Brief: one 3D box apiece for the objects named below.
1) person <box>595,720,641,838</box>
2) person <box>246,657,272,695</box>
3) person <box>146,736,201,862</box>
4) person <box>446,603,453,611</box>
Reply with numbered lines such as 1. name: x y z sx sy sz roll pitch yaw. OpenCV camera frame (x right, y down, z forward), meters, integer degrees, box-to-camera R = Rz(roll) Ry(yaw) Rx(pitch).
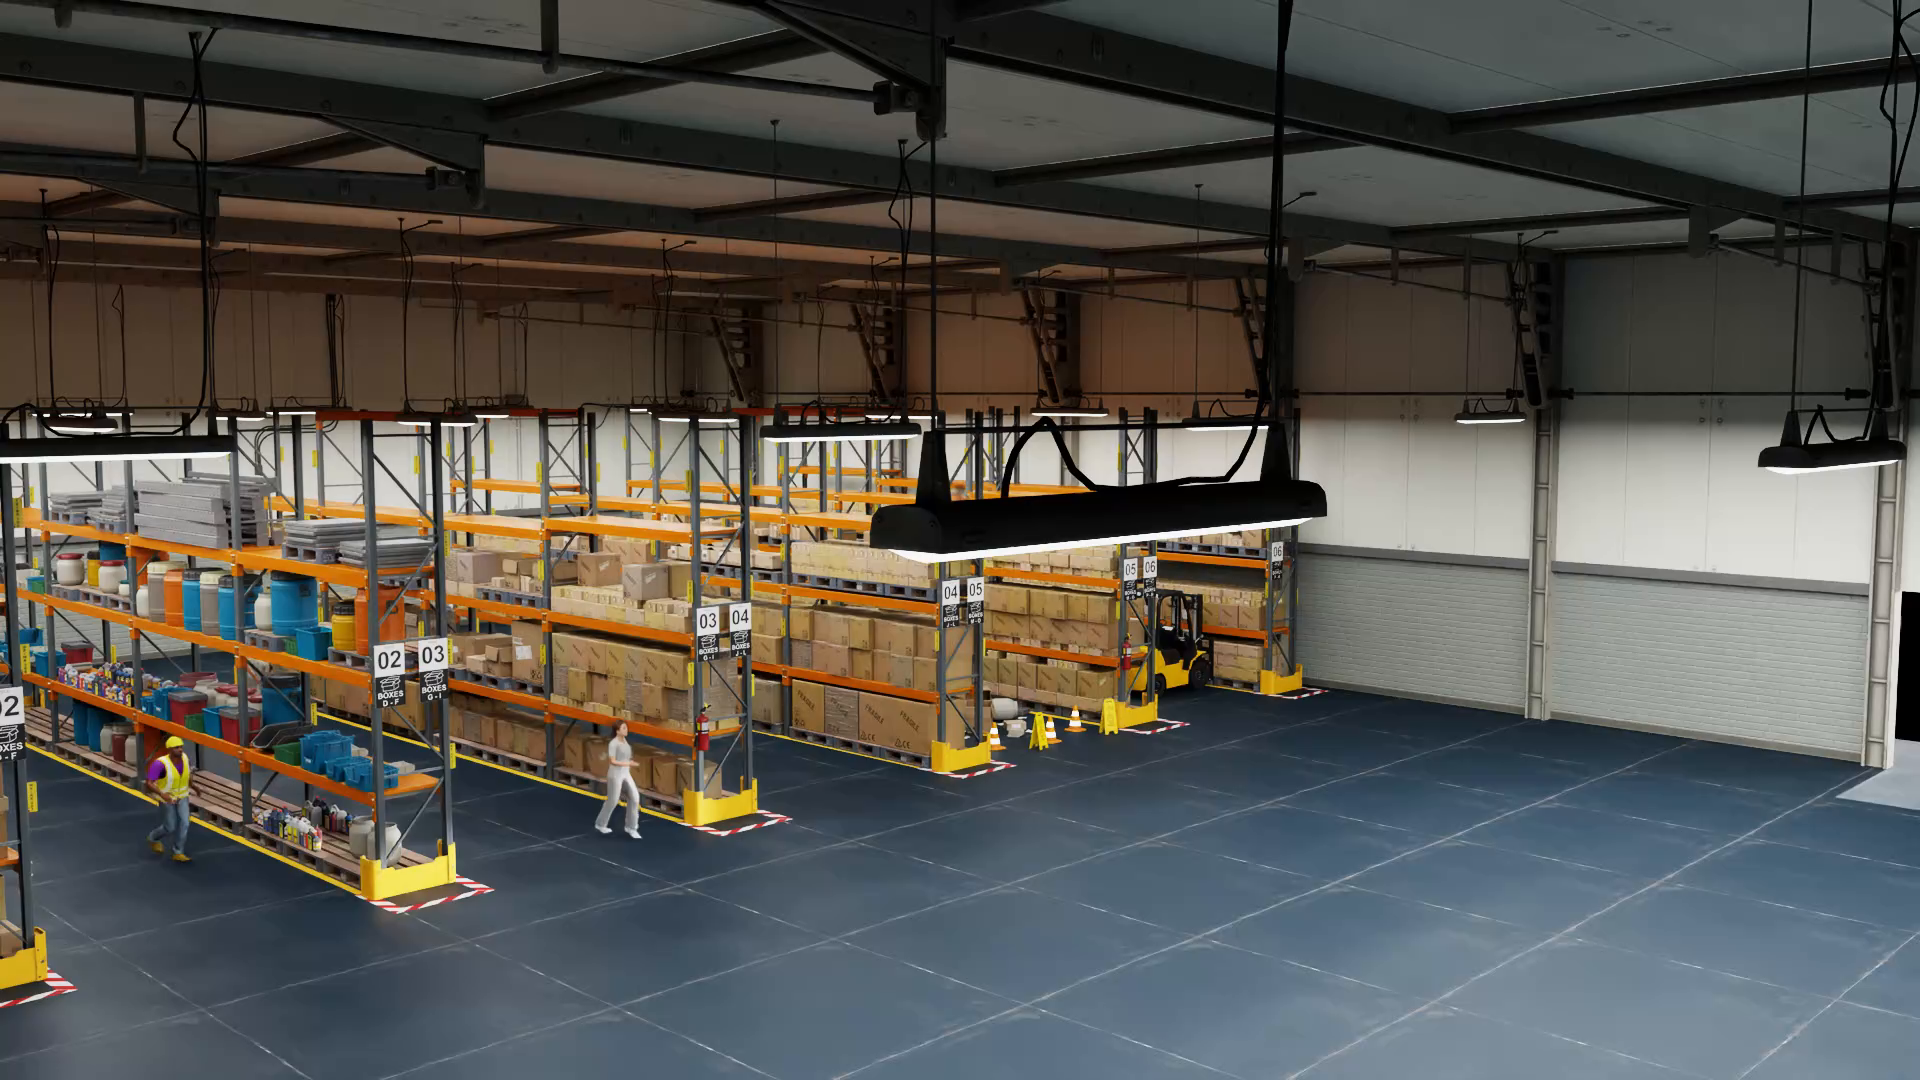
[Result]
1. person: -4.866 3.417 23.678 0.751 1.747 0.563 2 5 22
2. person: -13.772 2.691 32.651 0.905 1.516 0.645 3 6 30
3. person: -10.734 3.487 22.530 0.744 1.713 0.703 3 6 33
4. person: -12.229 2.045 39.984 0.549 1.522 0.692 3 6 33
